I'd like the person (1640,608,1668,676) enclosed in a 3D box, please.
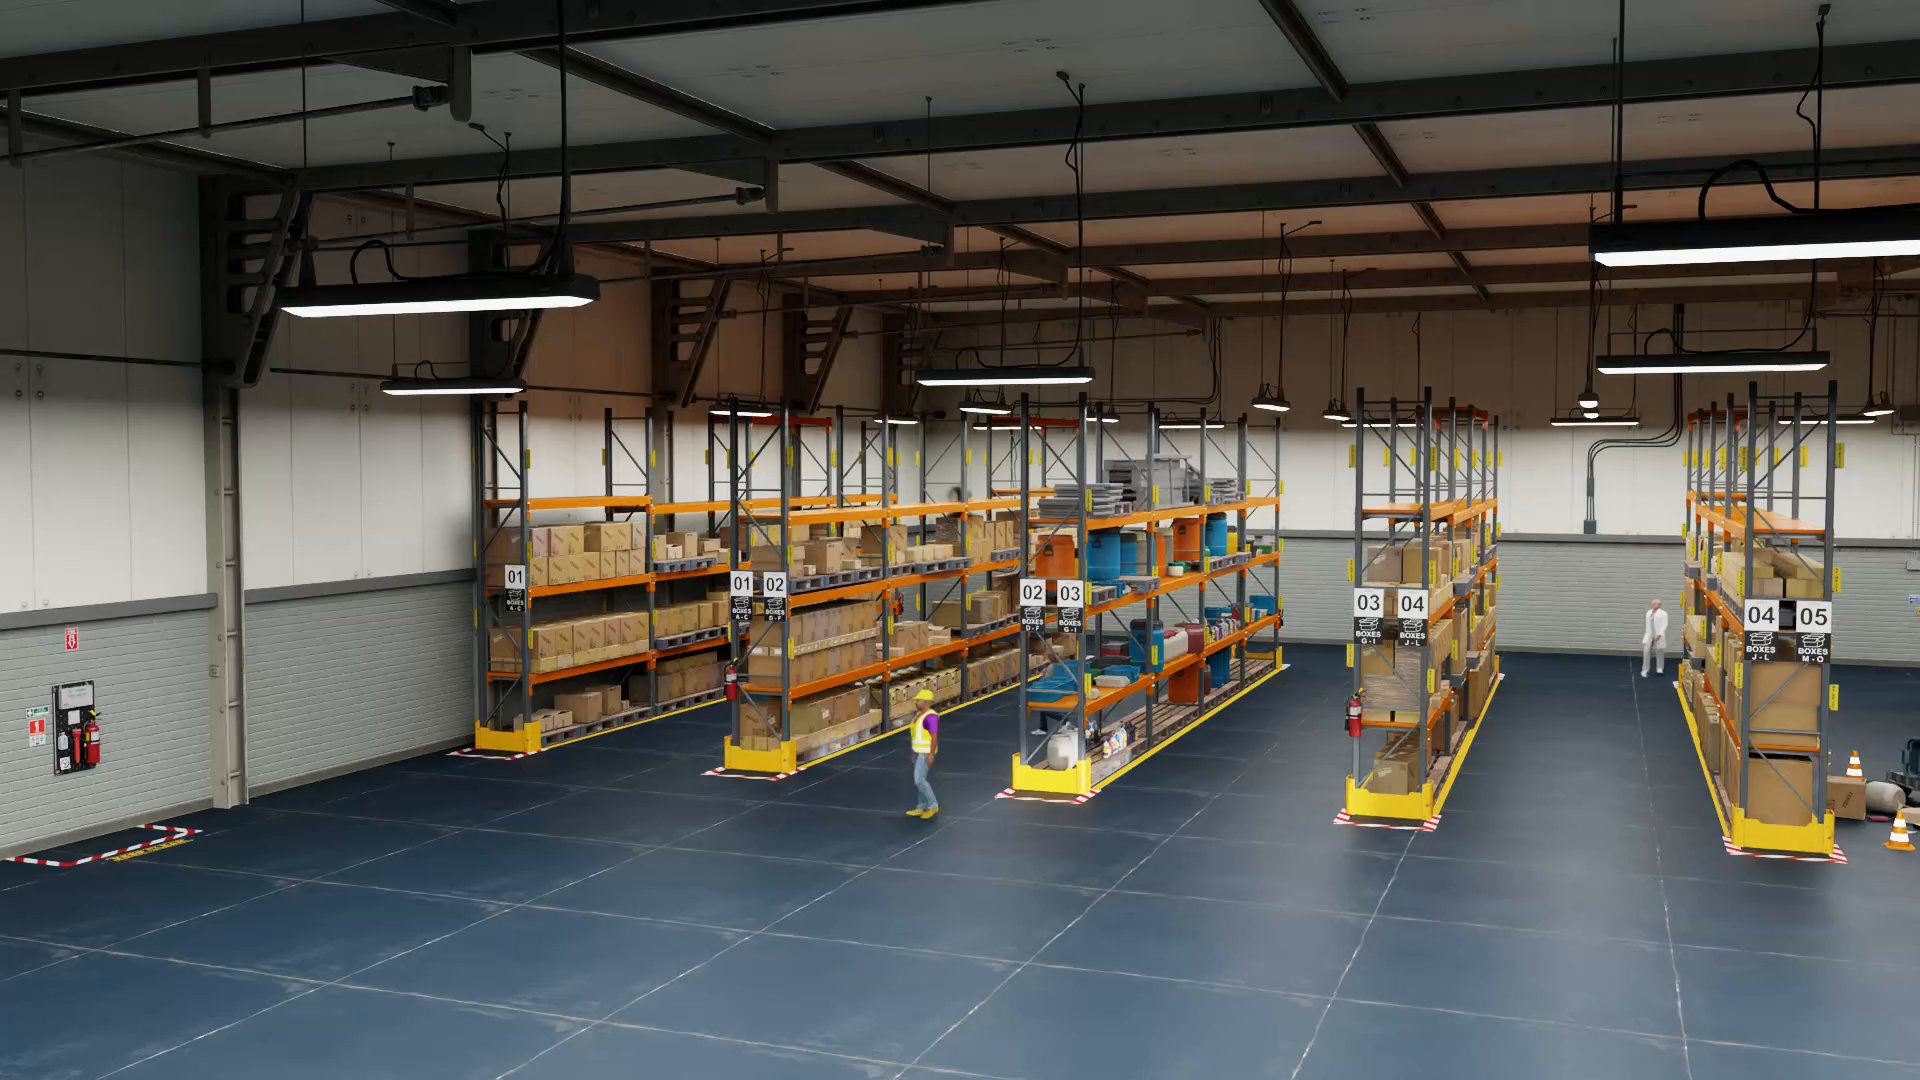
[{"bbox_3d":[16.057,2.342,38.415,0.553,1.548,1.015,2,4,38],"label":"person"}]

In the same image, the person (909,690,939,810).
[{"bbox_3d":[-0.517,2.947,23.231,0.359,1.708,0.616,-1,3,-20],"label":"person"}]

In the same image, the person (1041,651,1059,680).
[{"bbox_3d":[1.587,2.448,29.849,0.439,0.926,0.430,-1,3,-14],"label":"person"}]
